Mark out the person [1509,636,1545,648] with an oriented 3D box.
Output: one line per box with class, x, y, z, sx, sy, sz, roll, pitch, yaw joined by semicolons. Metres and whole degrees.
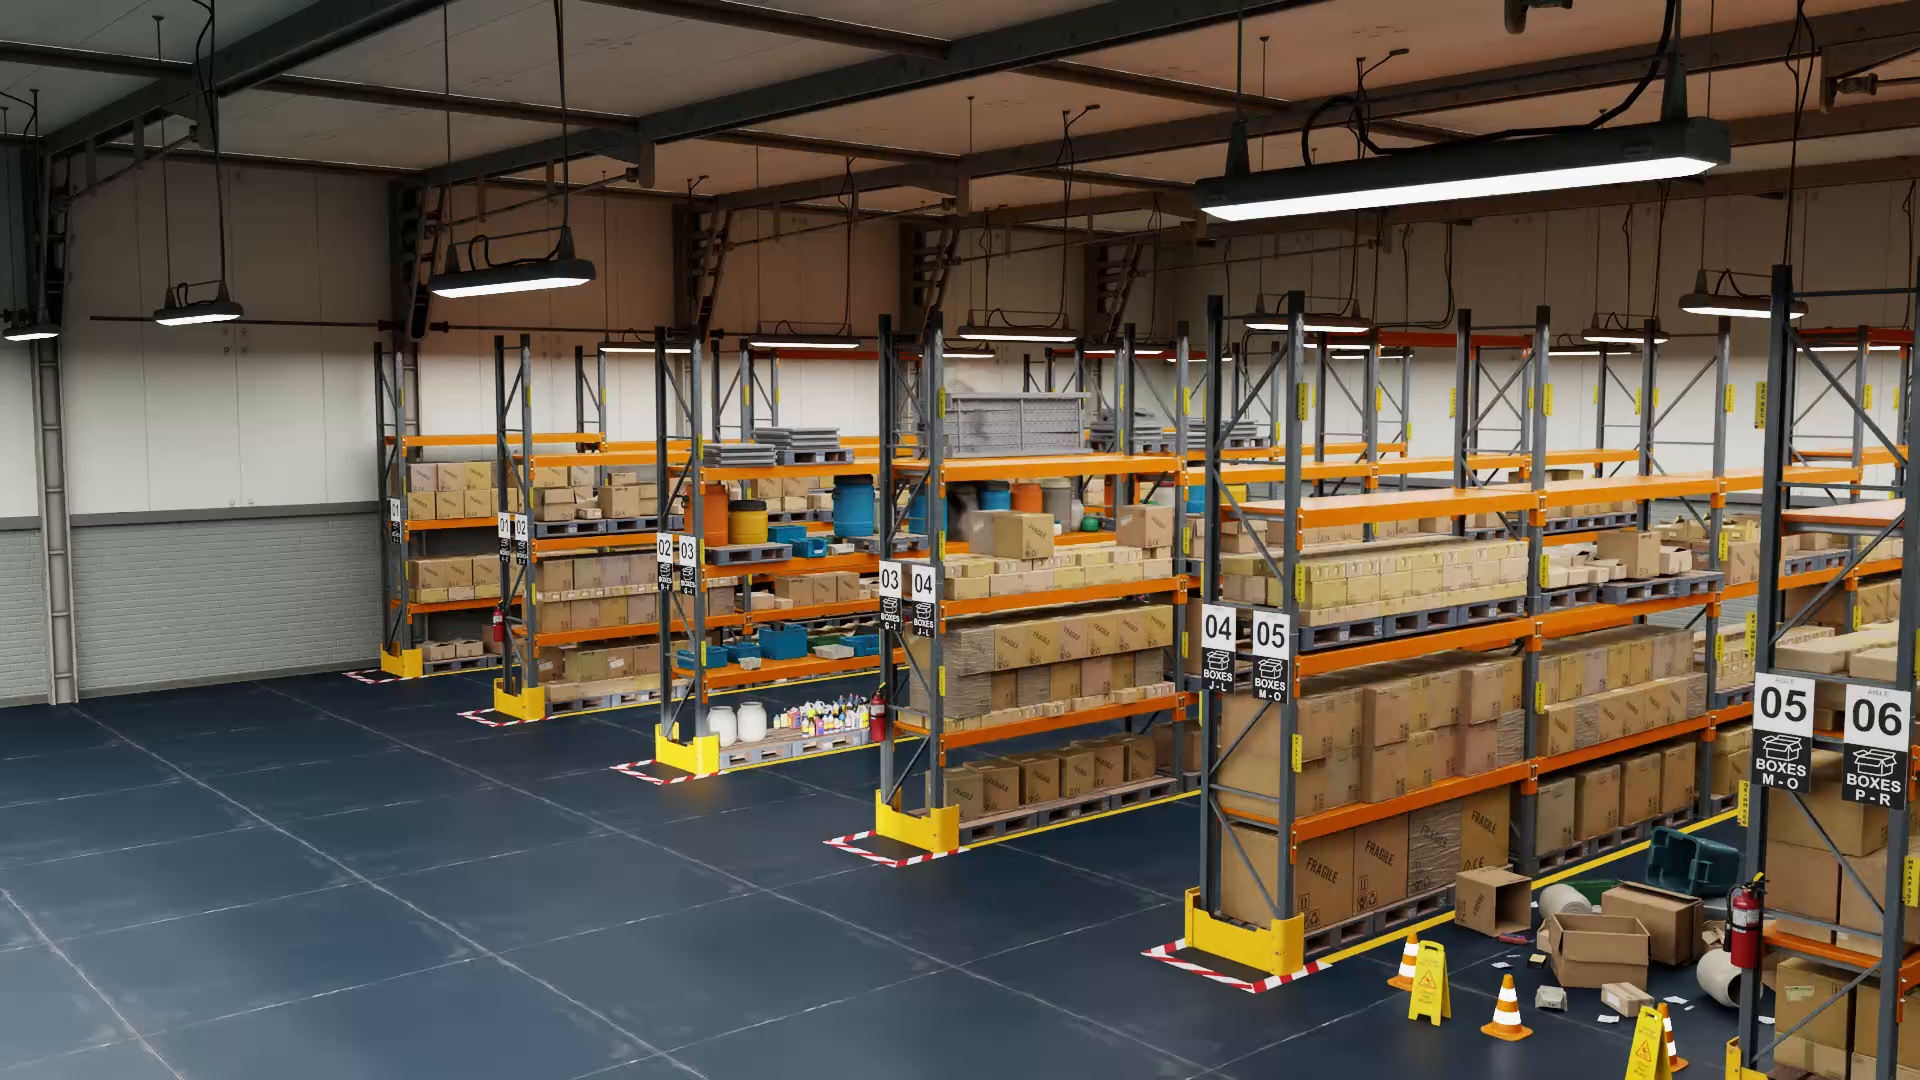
person;8.387;2.075;24.577;0.801;1.784;0.643;-4;7;-38
